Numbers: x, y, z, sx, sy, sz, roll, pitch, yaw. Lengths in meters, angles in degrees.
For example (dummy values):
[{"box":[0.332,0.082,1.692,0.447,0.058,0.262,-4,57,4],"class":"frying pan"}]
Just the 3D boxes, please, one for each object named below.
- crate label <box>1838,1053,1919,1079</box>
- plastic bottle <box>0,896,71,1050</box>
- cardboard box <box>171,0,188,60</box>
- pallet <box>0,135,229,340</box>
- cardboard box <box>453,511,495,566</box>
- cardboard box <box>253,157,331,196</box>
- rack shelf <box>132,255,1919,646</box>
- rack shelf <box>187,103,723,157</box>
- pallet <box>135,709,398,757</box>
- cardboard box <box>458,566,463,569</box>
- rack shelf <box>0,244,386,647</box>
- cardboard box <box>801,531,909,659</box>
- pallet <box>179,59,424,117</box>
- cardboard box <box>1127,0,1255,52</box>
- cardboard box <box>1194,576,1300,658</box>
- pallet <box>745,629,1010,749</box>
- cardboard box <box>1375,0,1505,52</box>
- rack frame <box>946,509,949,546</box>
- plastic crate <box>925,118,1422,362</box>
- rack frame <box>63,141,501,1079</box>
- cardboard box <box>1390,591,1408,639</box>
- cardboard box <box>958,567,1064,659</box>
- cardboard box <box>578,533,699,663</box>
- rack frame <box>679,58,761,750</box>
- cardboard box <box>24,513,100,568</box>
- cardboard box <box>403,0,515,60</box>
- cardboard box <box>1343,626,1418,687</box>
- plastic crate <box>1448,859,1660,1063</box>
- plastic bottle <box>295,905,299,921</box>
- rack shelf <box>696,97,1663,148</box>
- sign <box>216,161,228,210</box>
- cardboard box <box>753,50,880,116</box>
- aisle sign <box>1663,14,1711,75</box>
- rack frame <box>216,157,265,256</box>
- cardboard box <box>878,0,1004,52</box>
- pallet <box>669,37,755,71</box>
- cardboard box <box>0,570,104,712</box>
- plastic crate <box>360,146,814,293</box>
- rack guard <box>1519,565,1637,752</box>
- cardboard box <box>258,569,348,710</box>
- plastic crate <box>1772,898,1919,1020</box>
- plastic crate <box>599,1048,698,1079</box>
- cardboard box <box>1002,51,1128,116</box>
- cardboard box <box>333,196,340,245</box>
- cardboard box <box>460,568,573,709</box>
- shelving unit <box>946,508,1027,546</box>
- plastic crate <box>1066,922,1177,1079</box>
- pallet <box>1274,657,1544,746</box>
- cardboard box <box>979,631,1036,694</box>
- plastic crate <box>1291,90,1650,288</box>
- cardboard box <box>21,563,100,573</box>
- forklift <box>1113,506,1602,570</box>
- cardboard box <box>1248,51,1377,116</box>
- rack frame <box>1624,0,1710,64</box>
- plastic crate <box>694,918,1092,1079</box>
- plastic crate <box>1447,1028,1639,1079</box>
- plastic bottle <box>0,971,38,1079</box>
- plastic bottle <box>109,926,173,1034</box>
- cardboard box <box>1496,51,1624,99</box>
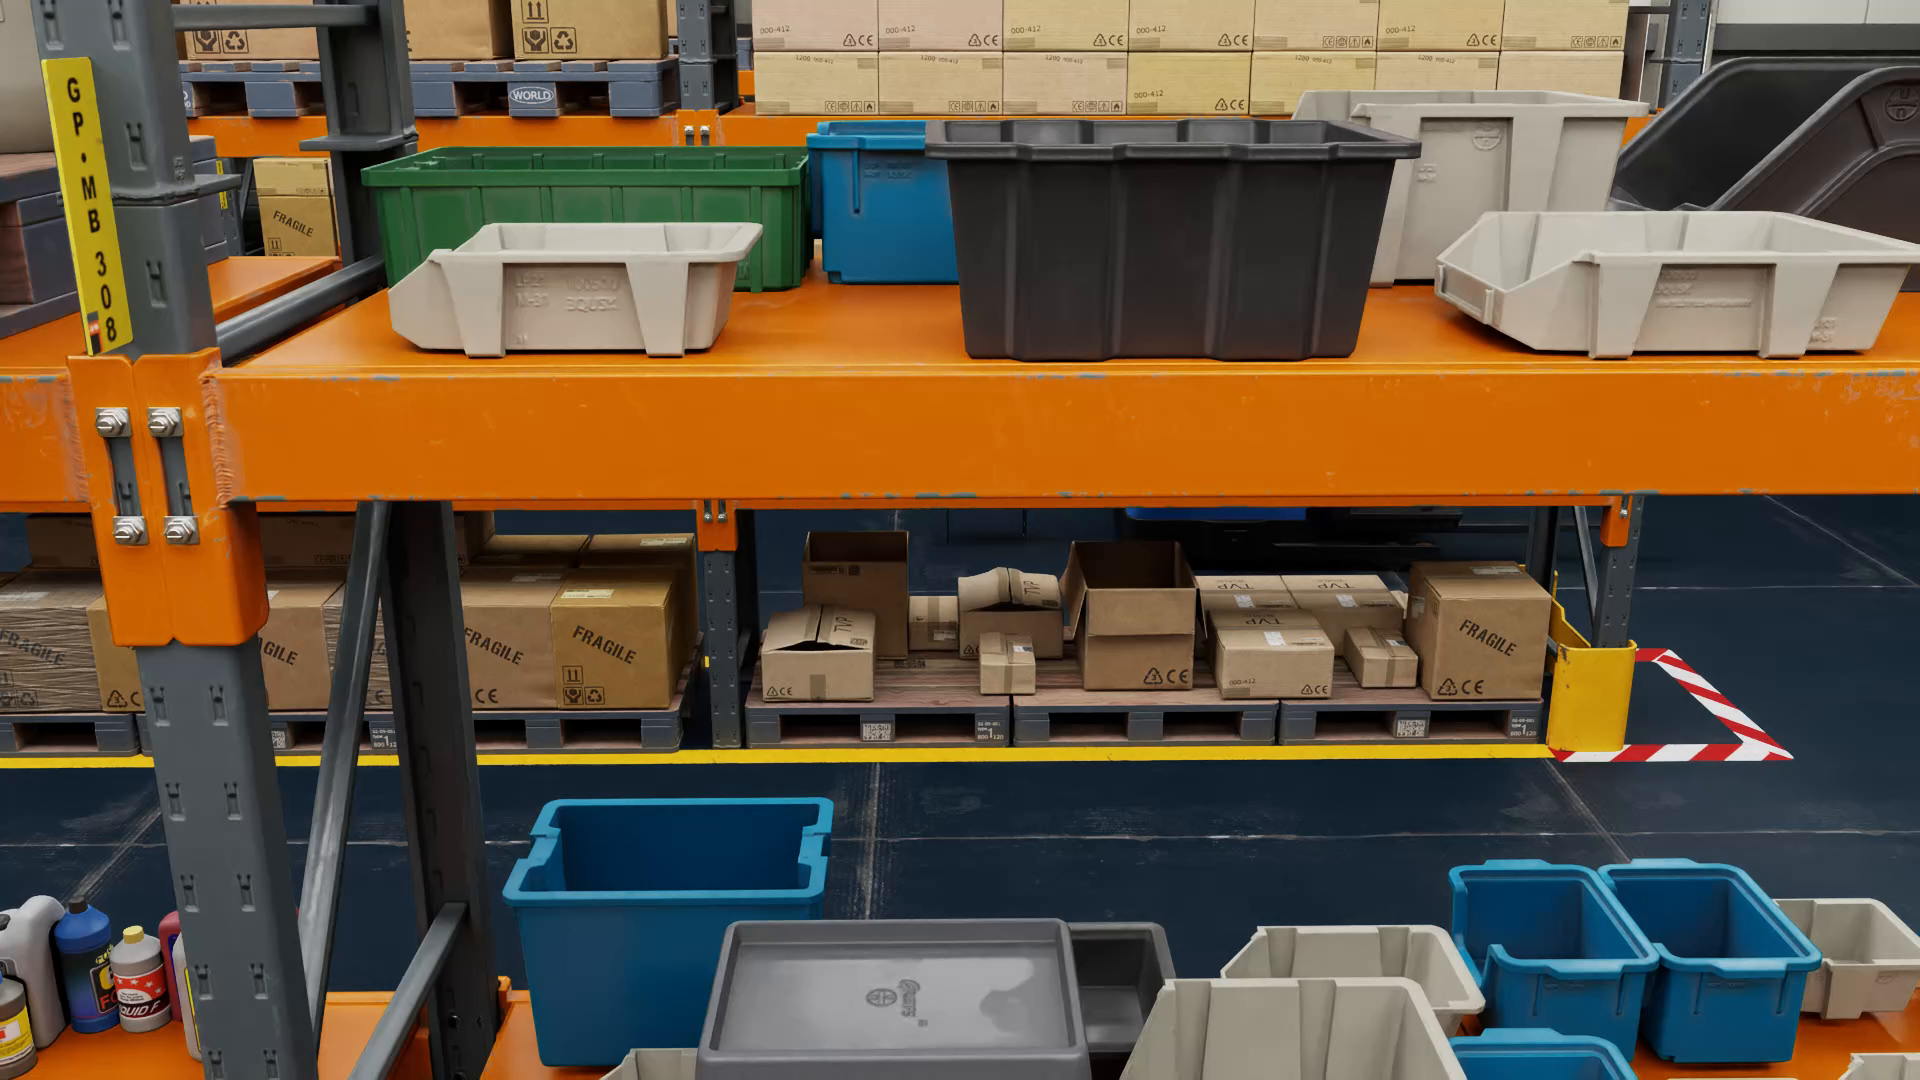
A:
[{"box":[1.623,1.029,2.762,0.243,0.136,0.396,0,18,-1],"class":"crate label"},{"box":[-1.831,0.833,3.242,0.135,0.276,0.152,0,18,-1],"class":"plastic bottle"},{"box":[-3.605,-2.100,7.110,0.500,0.500,0.910,0,18,-1],"class":"cardboard box"},{"box":[-1.778,-0.418,2.339,1.003,0.211,1.213,0,18,-1],"class":"pallet"},{"box":[-2.558,-0.070,7.999,0.500,0.250,0.500,0,18,-1],"class":"cardboard box"},{"box":[-4.665,-2.599,11.829,0.500,0.250,0.500,0,18,0],"class":"cardboard box"},{"box":[1.004,-0.209,2.555,4.000,0.370,1.077,0,18,-1],"class":"rack shelf"},{"box":[-3.070,-1.702,7.211,4.000,0.370,1.077,0,18,-1],"class":"rack shelf"},{"box":[-3.106,0.724,7.946,1.213,0.211,1.003,0,18,-1],"class":"pallet"},{"box":[-2.591,0.288,8.110,0.500,0.500,0.500,0,18,0],"class":"cardboard box"},{"box":[-2.996,-0.190,2.495,4.000,0.370,1.077,0,18,-1],"class":"rack shelf"},{"box":[-0.505,0.265,8.183,0.500,0.500,0.500,0,18,-1],"class":"cardboard box"},{"box":[-2.761,-1.977,7.198,1.003,0.211,1.213,0,18,-1],"class":"pallet"},{"box":[0.919,-2.152,6.862,0.500,0.250,0.500,0,18,-1],"class":"cardboard box"},{"box":[1.381,0.375,8.249,0.500,0.250,0.500,0,18,-1],"class":"cardboard box"},{"box":[-0.384,0.699,8.025,1.213,0.211,1.003,0,18,-1],"class":"pallet"},{"box":[1.919,-2.158,6.879,0.500,0.250,0.500,0,18,-1],"class":"cardboard box"},{"box":[-0.078,-0.571,10.363,0.015,1.200,0.240,0,18,-1],"class":"rack frame"},{"box":[0.250,-0.402,2.193,0.590,0.269,0.497,0,18,-1],"class":"plastic crate"},{"box":[-0.996,0.887,2.873,0.127,3.000,1.000,0,18,-1],"class":"rack frame"},{"box":[2.255,0.392,8.332,0.250,0.166,0.380,0,18,-1],"class":"cardboard box"},{"box":[0.244,0.352,8.223,0.500,0.311,0.500,0,18,-1],"class":"cardboard box"},{"box":[-1.558,0.282,8.129,0.500,0.500,0.500,-1,18,-3],"class":"cardboard box"},{"box":[-1.071,-0.626,7.589,0.127,3.000,1.000,0,18,-1],"class":"rack frame"},{"box":[-4.082,-0.061,7.972,0.500,0.250,0.500,0,18,1],"class":"cardboard box"},{"box":[-2.243,-2.360,7.067,0.600,0.600,0.600,0,18,-1],"class":"cardboard box"},{"box":[1.983,0.546,7.852,0.250,0.166,0.380,0,18,-1],"class":"cardboard box"},{"box":[1.135,0.827,3.235,0.300,0.233,0.416,0,18,-1],"class":"plastic crate"},{"box":[-1.370,0.814,3.292,0.133,0.283,0.061,0,18,-1],"class":"plastic bottle"},{"box":[0.929,-1.722,7.271,4.000,0.370,1.077,0,18,-1],"class":"rack shelf"},{"box":[-5.134,-2.468,11.564,0.005,0.325,0.100,0,18,-1],"class":"sign"},{"box":[-0.581,-1.910,6.926,0.500,0.250,0.500,0,18,-1],"class":"cardboard box"},{"box":[3.002,-1.790,6.962,0.004,0.787,0.394,0,18,-1],"class":"aisle sign"},{"box":[-5.152,-2.120,12.245,0.127,3.000,1.000,0,18,-1],"class":"rack frame"},{"box":[-0.081,-2.151,6.858,0.500,0.250,0.500,0,18,-1],"class":"cardboard box"},{"box":[-2.069,-3.457,11.816,1.217,0.209,0.805,-1,18,-3],"class":"pallet"},{"box":[-4.087,0.455,7.592,0.500,0.500,0.500,-1,18,-3],"class":"cardboard box"},{"box":[-0.577,-0.535,2.741,0.662,0.188,0.450,0,18,-1],"class":"plastic crate"},{"box":[2.853,0.545,8.030,0.348,0.500,1.175,0,18,-1],"class":"rack guard"},{"box":[-3.064,0.450,7.607,0.500,0.500,0.500,-1,18,-3],"class":"cardboard box"},{"box":[1.751,0.844,3.338,0.298,0.136,0.250,0,18,-1],"class":"plastic crate"},{"box":[-0.529,1.025,2.775,0.243,0.136,0.396,0,18,-1],"class":"plastic crate"},{"box":[0.419,-1.913,6.936,0.500,0.250,0.500,0,18,-1],"class":"cardboard box"},{"box":[-4.139,-2.243,11.944,0.500,0.500,0.500,0,18,1],"class":"cardboard box"},{"box":[-2.054,0.444,7.624,0.500,0.500,0.500,0,18,-1],"class":"cardboard box"},{"box":[0.166,-0.572,10.367,0.503,1.200,0.258,0,18,-1],"class":"shelving unit"},{"box":[0.119,0.902,3.179,0.590,0.125,0.437,0,18,-1],"class":"plastic crate"},{"box":[2.056,0.687,8.061,1.213,0.211,1.003,0,18,-1],"class":"pallet"},{"box":[0.217,0.570,7.778,0.250,0.166,0.380,0,18,-1],"class":"cardboard box"},{"box":[0.782,-0.588,2.754,0.530,0.282,0.437,0,18,-1],"class":"plastic crate"},{"box":[-4.139,0.298,8.081,0.500,0.500,0.500,0,18,1],"class":"cardboard box"},{"box":[2.513,-1.377,10.041,3.031,2.935,1.130,0,18,0],"class":"forklift"},{"box":[1.419,-1.914,6.938,0.500,0.250,0.500,0,18,-1],"class":"cardboard box"},{"box":[2.929,-3.502,6.733,0.127,3.000,1.000,0,18,-1],"class":"rack frame"},{"box":[-0.099,0.900,2.629,0.583,0.464,0.402,0,18,-1],"class":"plastic crate"},{"box":[0.954,1.007,2.675,0.300,0.233,0.416,0,18,-1],"class":"plastic crate"},{"box":[-1.810,0.907,3.135,0.097,0.201,0.097,0,18,0],"class":"plastic bottle"},{"box":[-1.618,0.859,3.283,0.097,0.201,0.097,0,18,0],"class":"plastic bottle"},{"box":[2.419,-1.919,6.955,0.500,0.250,0.500,0,18,-1],"class":"cardboard box"}]
